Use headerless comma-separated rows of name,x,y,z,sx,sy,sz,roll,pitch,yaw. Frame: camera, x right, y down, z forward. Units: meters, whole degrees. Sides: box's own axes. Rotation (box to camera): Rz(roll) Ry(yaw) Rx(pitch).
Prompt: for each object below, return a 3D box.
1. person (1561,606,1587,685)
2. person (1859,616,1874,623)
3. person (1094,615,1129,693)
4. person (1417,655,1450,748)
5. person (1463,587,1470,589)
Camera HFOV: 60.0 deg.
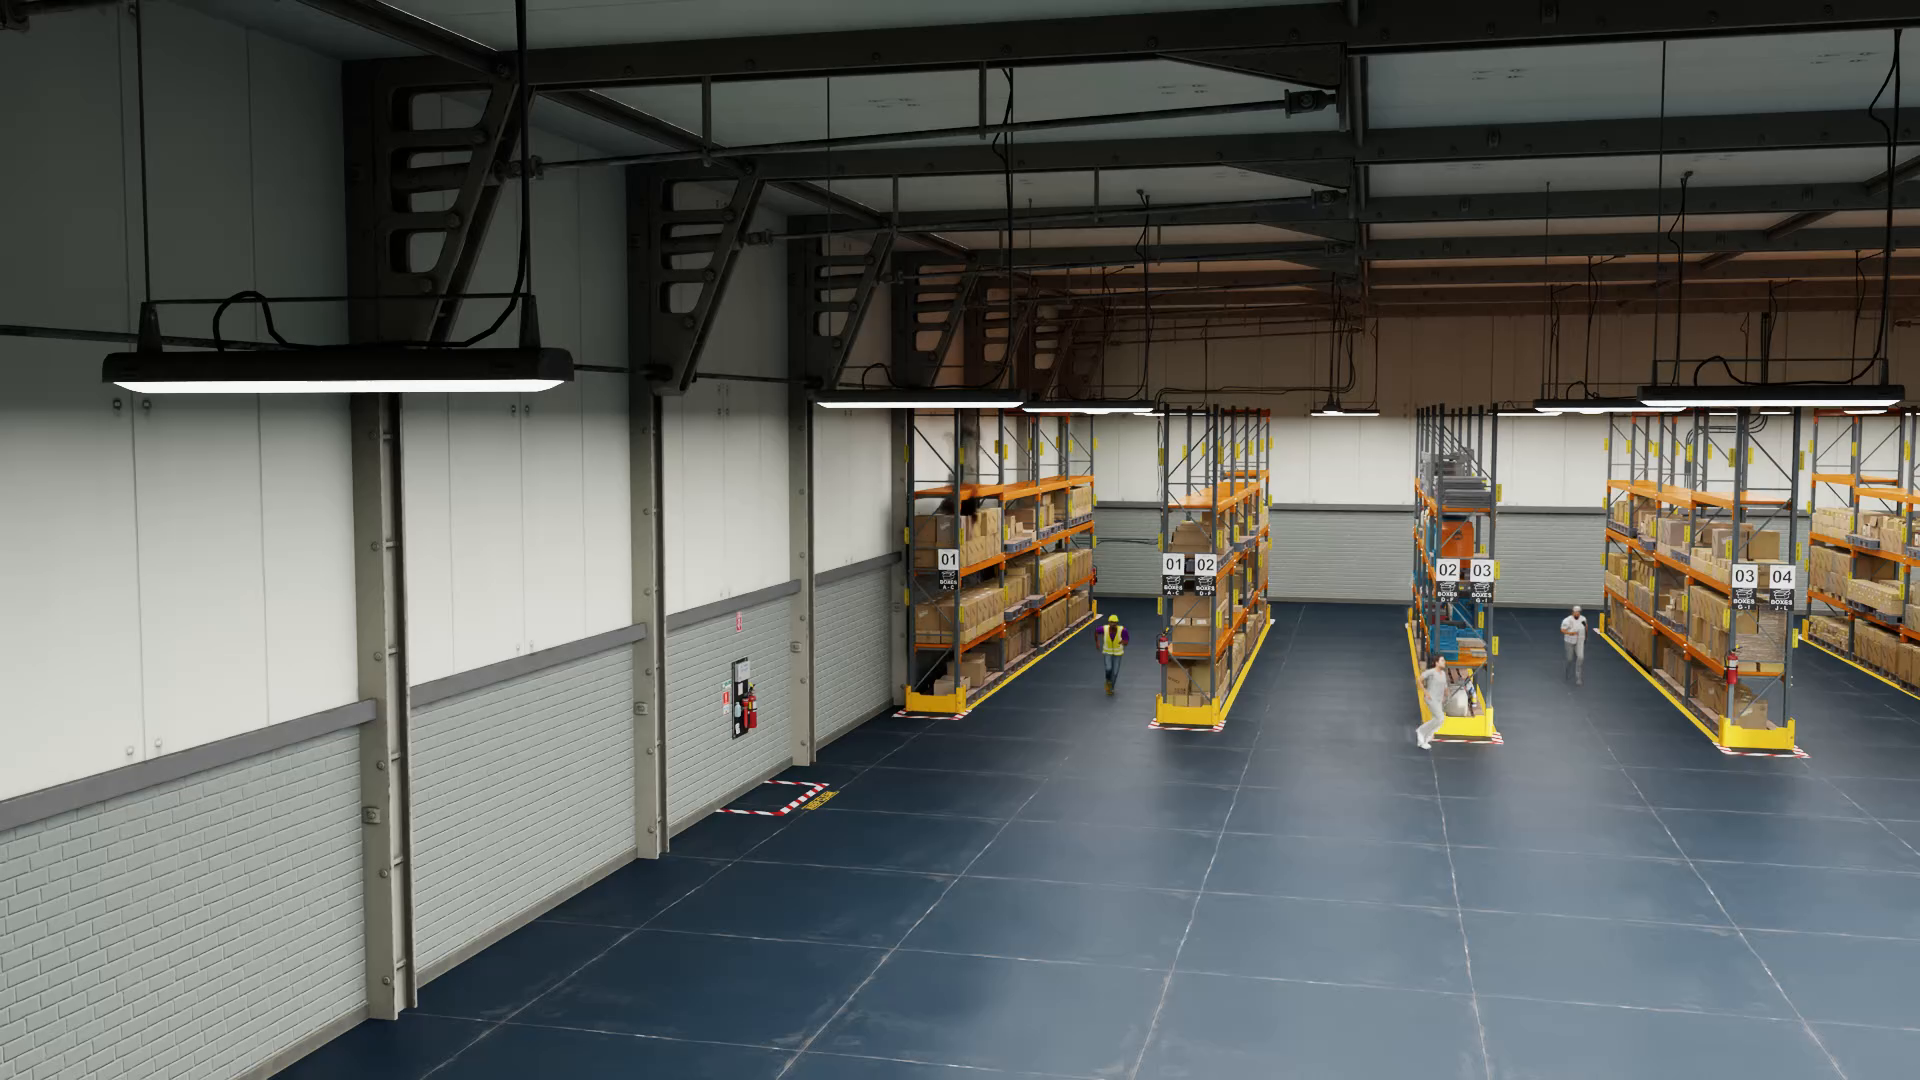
person,13.363,2.269,36.199,0.628,1.703,0.936,0,4,2
person,23.942,1.686,43.799,0.737,1.702,0.681,-1,4,-8
person,3.133,2.367,34.302,0.682,1.678,0.845,0,4,-2
person,8.309,2.807,28.994,0.591,1.619,0.502,-4,5,-40
person,14.078,1.492,46.311,0.781,1.730,0.644,-4,6,-42
